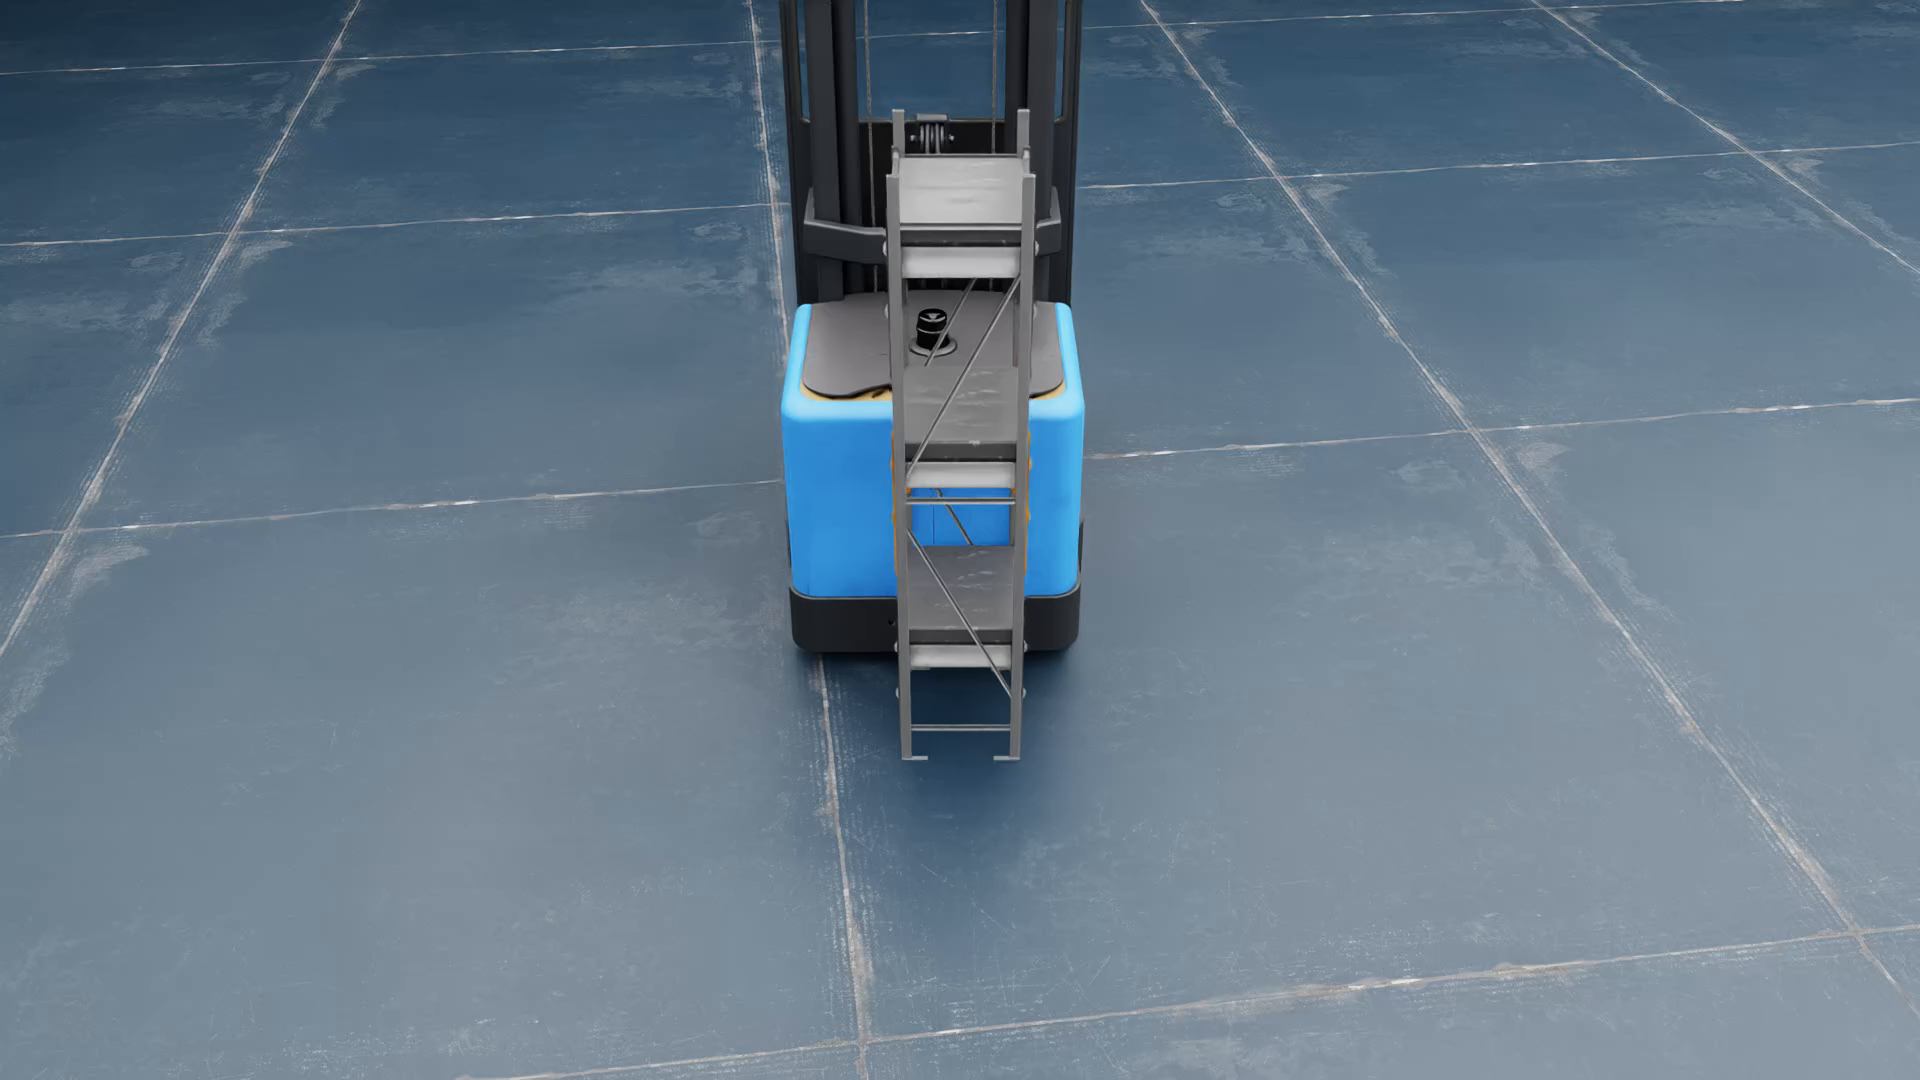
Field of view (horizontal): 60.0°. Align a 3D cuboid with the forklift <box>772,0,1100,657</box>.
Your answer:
[{"bbox_3d":[-0.150,-1.599,6.493,1.130,2.935,3.031,-3,34,-4],"label":"forklift"}]

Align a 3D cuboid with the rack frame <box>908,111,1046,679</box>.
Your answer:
[{"bbox_3d":[0.051,-0.375,5.426,0.400,2.100,0.015,3,35,5],"label":"rack frame"}]

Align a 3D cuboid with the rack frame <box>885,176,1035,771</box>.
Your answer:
[{"bbox_3d":[0.001,-0.097,5.028,0.400,2.100,0.015,3,35,5],"label":"rack frame"}]

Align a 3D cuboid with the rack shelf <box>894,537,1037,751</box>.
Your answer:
[{"bbox_3d":[0.027,0.349,5.636,0.431,0.518,0.480,3,35,5],"label":"rack shelf"}]

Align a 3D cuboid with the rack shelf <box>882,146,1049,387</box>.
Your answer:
[{"bbox_3d":[0.025,-0.799,4.834,0.431,0.518,0.480,3,35,5],"label":"rack shelf"}]

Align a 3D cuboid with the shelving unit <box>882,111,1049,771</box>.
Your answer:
[{"bbox_3d":[0.026,-0.236,5.227,0.431,2.100,0.503,3,35,5],"label":"shelving unit"}]

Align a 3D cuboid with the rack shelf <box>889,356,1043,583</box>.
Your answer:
[{"bbox_3d":[0.026,-0.225,5.235,0.431,0.518,0.480,3,35,5],"label":"rack shelf"}]
